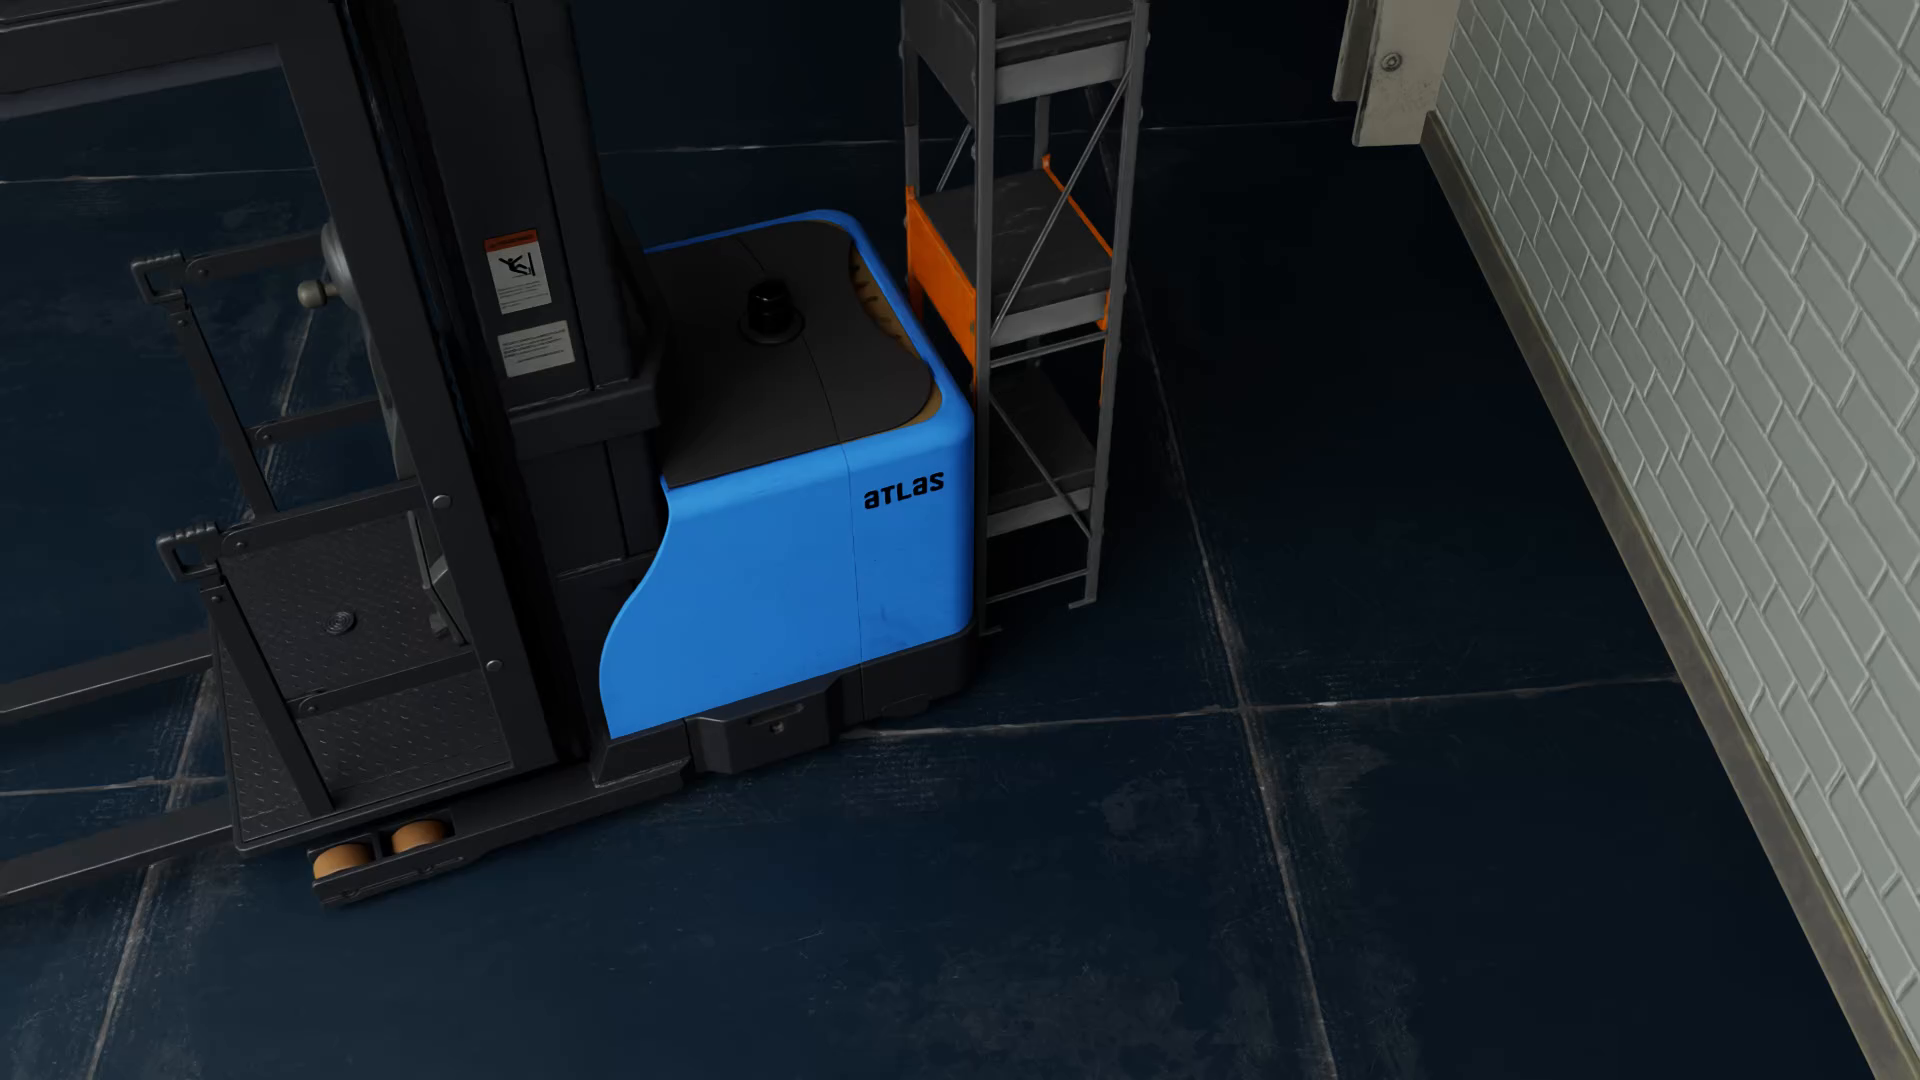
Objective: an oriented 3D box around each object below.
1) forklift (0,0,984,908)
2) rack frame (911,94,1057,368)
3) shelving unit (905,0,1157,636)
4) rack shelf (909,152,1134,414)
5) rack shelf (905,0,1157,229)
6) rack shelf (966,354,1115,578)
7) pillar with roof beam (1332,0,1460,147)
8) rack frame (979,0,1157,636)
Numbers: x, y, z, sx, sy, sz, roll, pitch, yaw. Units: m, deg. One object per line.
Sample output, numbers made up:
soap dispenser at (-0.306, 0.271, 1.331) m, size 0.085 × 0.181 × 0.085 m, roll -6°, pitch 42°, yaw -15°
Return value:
forklift at (-1.502, -0.501, 3.706) m, size 3.031 × 2.935 × 1.130 m, roll -16°, pitch 49°, yaw -15°
rack frame at (0.063, -0.819, 4.579) m, size 0.400 × 2.100 × 0.015 m, roll -16°, pitch 49°, yaw -15°
shelving unit at (0.153, -0.654, 4.423) m, size 0.431 × 2.100 × 0.503 m, roll -16°, pitch 49°, yaw -15°
rack shelf at (0.153, -0.645, 4.433) m, size 0.431 × 0.518 × 0.480 m, roll -16°, pitch 49°, yaw -15°
rack shelf at (0.153, -1.126, 3.925) m, size 0.431 × 0.518 × 0.480 m, roll -16°, pitch 49°, yaw -15°
rack shelf at (0.153, -0.163, 4.941) m, size 0.431 × 0.518 × 0.480 m, roll -16°, pitch 49°, yaw -15°
pillar with roof beam at (-2.548, -4.586, 3.395) m, size 9.100 × 9.000 × 0.400 m, roll -3°, pitch 47°, yaw -3°
rack frame at (0.243, -0.489, 4.267) m, size 0.400 × 2.100 × 0.015 m, roll -16°, pitch 49°, yaw -15°
